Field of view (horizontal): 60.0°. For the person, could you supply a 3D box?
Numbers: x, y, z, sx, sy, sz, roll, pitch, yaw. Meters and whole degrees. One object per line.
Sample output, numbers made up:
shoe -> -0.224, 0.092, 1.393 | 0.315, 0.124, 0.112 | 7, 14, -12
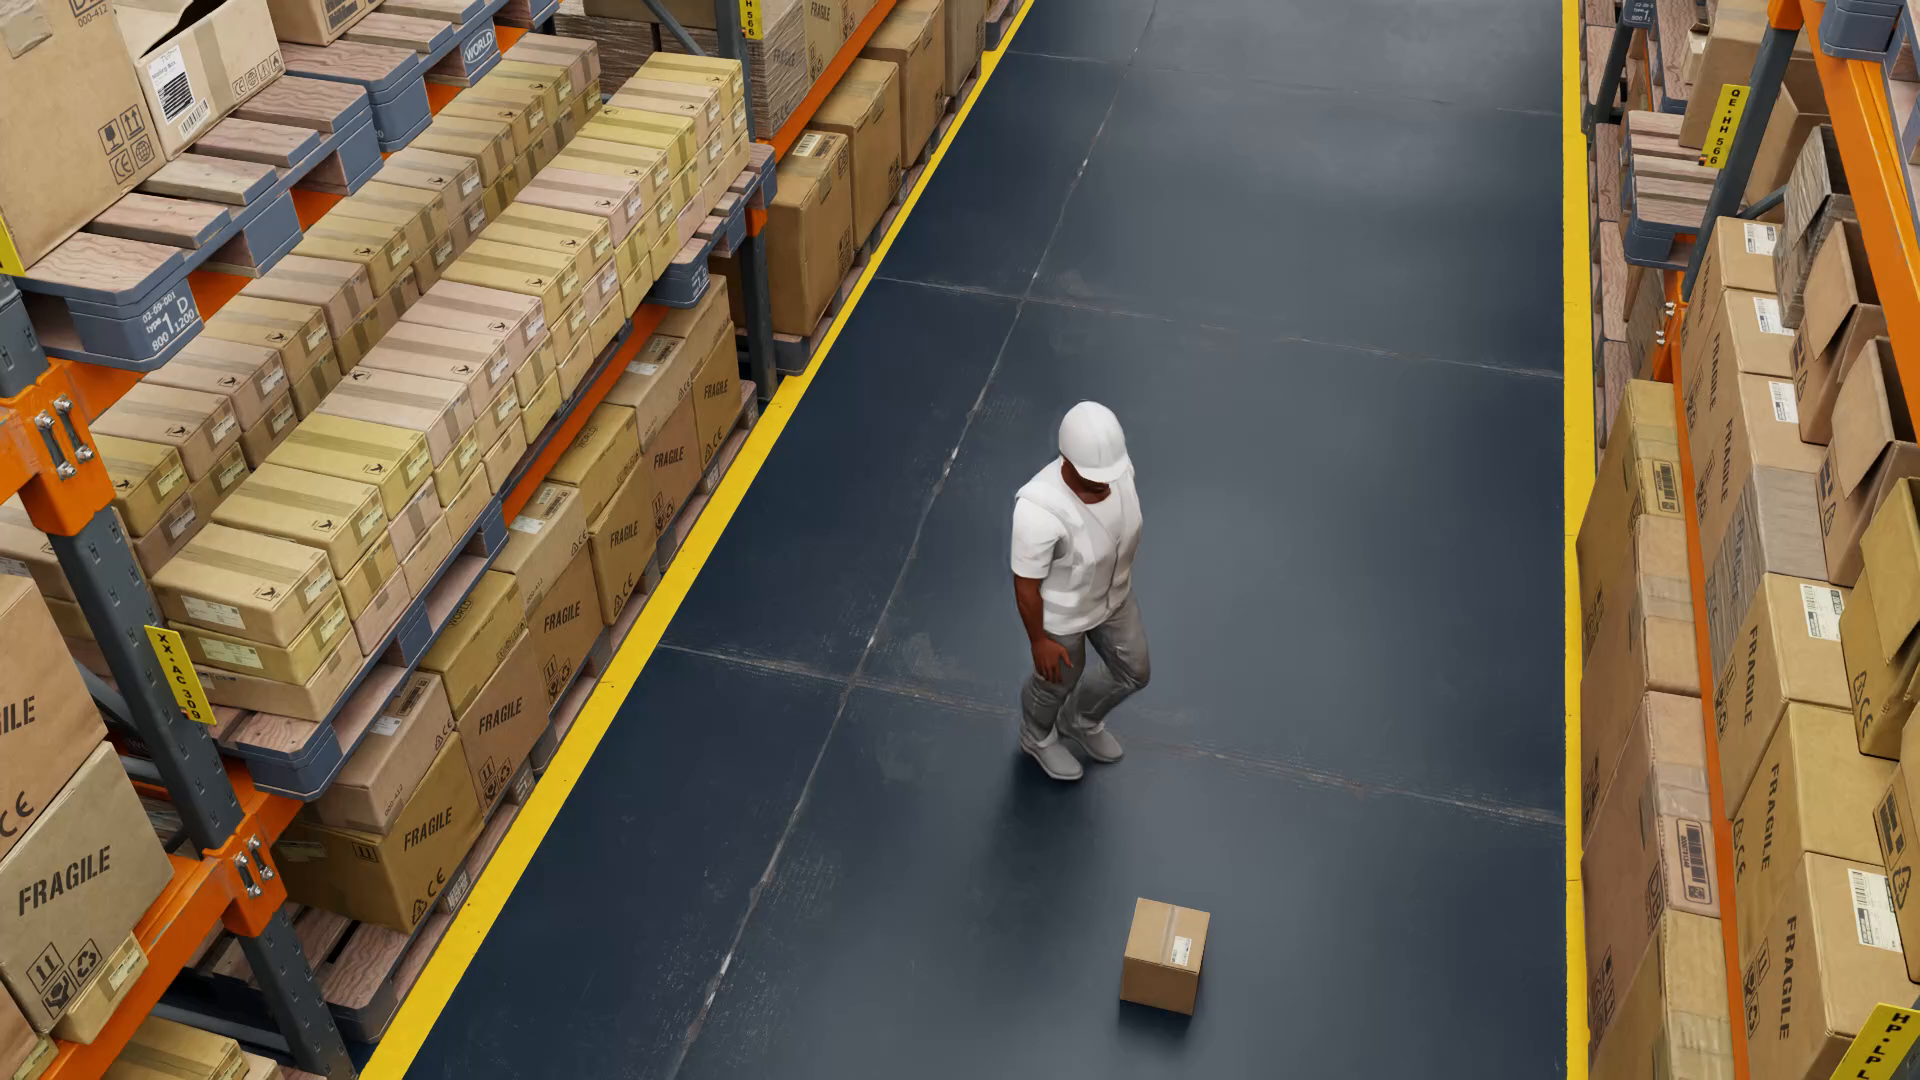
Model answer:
person -> 0.414, 0.216, 5.880 | 0.615, 1.794, 0.457 | -33, 50, -32
